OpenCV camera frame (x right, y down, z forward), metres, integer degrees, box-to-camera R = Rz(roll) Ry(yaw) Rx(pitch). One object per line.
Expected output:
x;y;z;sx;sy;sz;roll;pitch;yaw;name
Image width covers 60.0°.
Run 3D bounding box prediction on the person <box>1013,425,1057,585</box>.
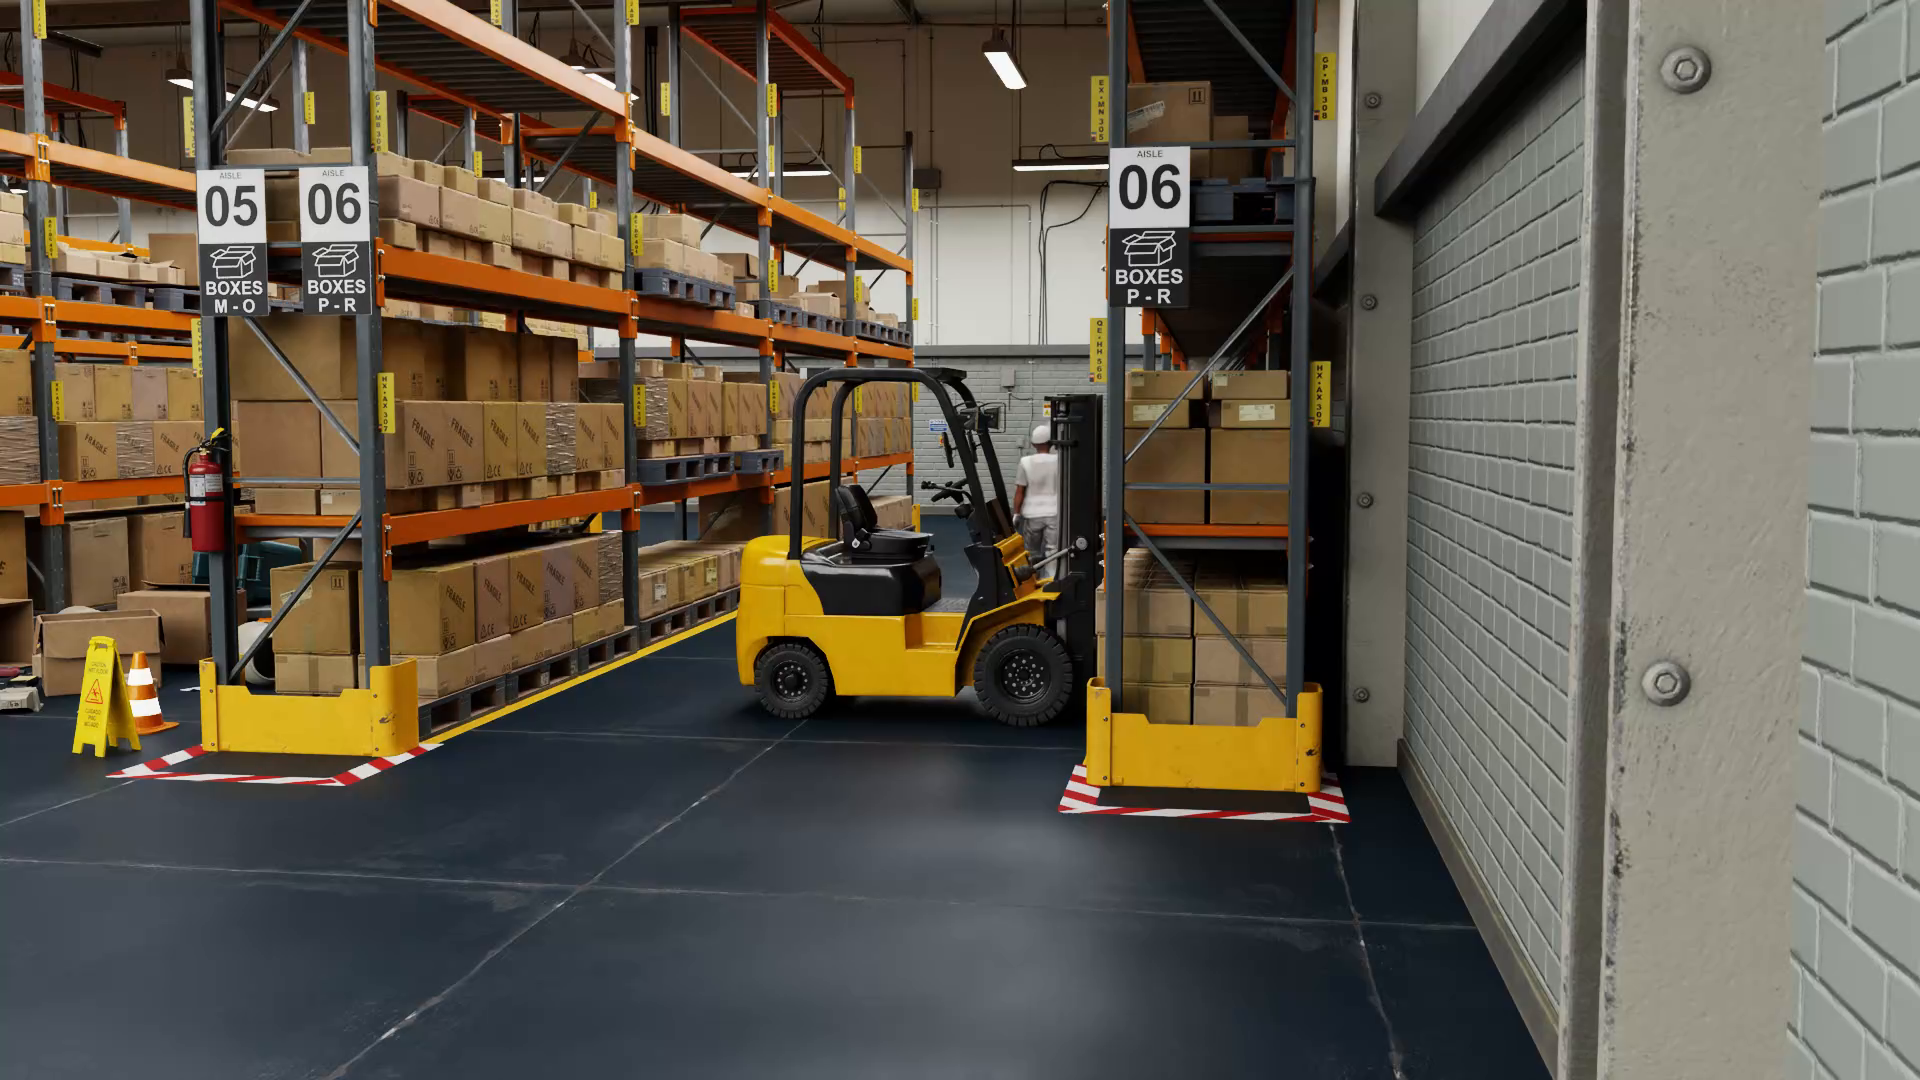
0.816;-0.253;16.153;0.599;1.724;1.074;1;4;7;person
